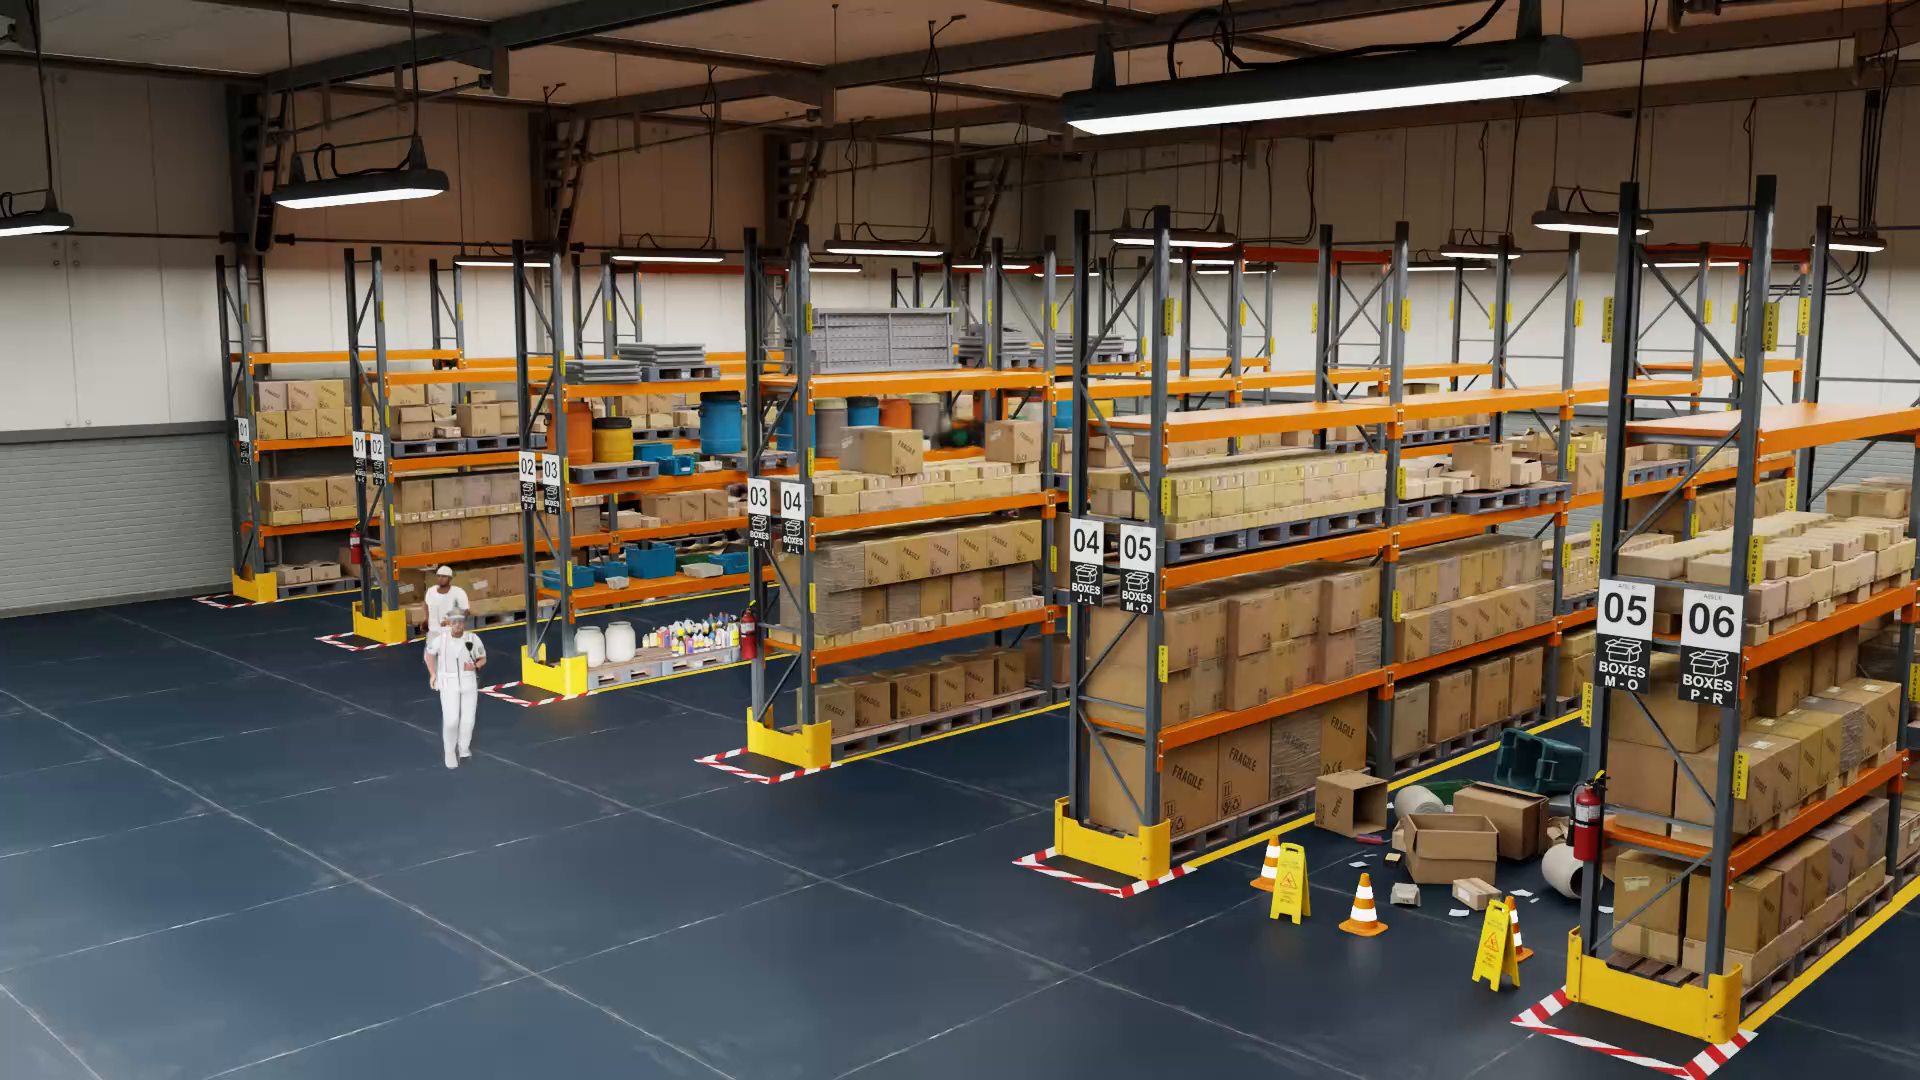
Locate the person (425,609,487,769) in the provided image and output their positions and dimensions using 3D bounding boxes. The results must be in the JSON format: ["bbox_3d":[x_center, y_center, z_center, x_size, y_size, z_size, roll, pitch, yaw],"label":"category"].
[{"bbox_3d":[-5.627,1.665,18.662,0.633,1.814,0.717,-4,9,-24],"label":"person"}]

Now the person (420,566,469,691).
[{"bbox_3d":[-6.844,1.198,22.017,0.690,1.718,0.576,1,8,8],"label":"person"}]

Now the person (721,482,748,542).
[{"bbox_3d":[-4.646,-0.502,33.875,0.688,1.834,0.785,6,10,37],"label":"person"}]
